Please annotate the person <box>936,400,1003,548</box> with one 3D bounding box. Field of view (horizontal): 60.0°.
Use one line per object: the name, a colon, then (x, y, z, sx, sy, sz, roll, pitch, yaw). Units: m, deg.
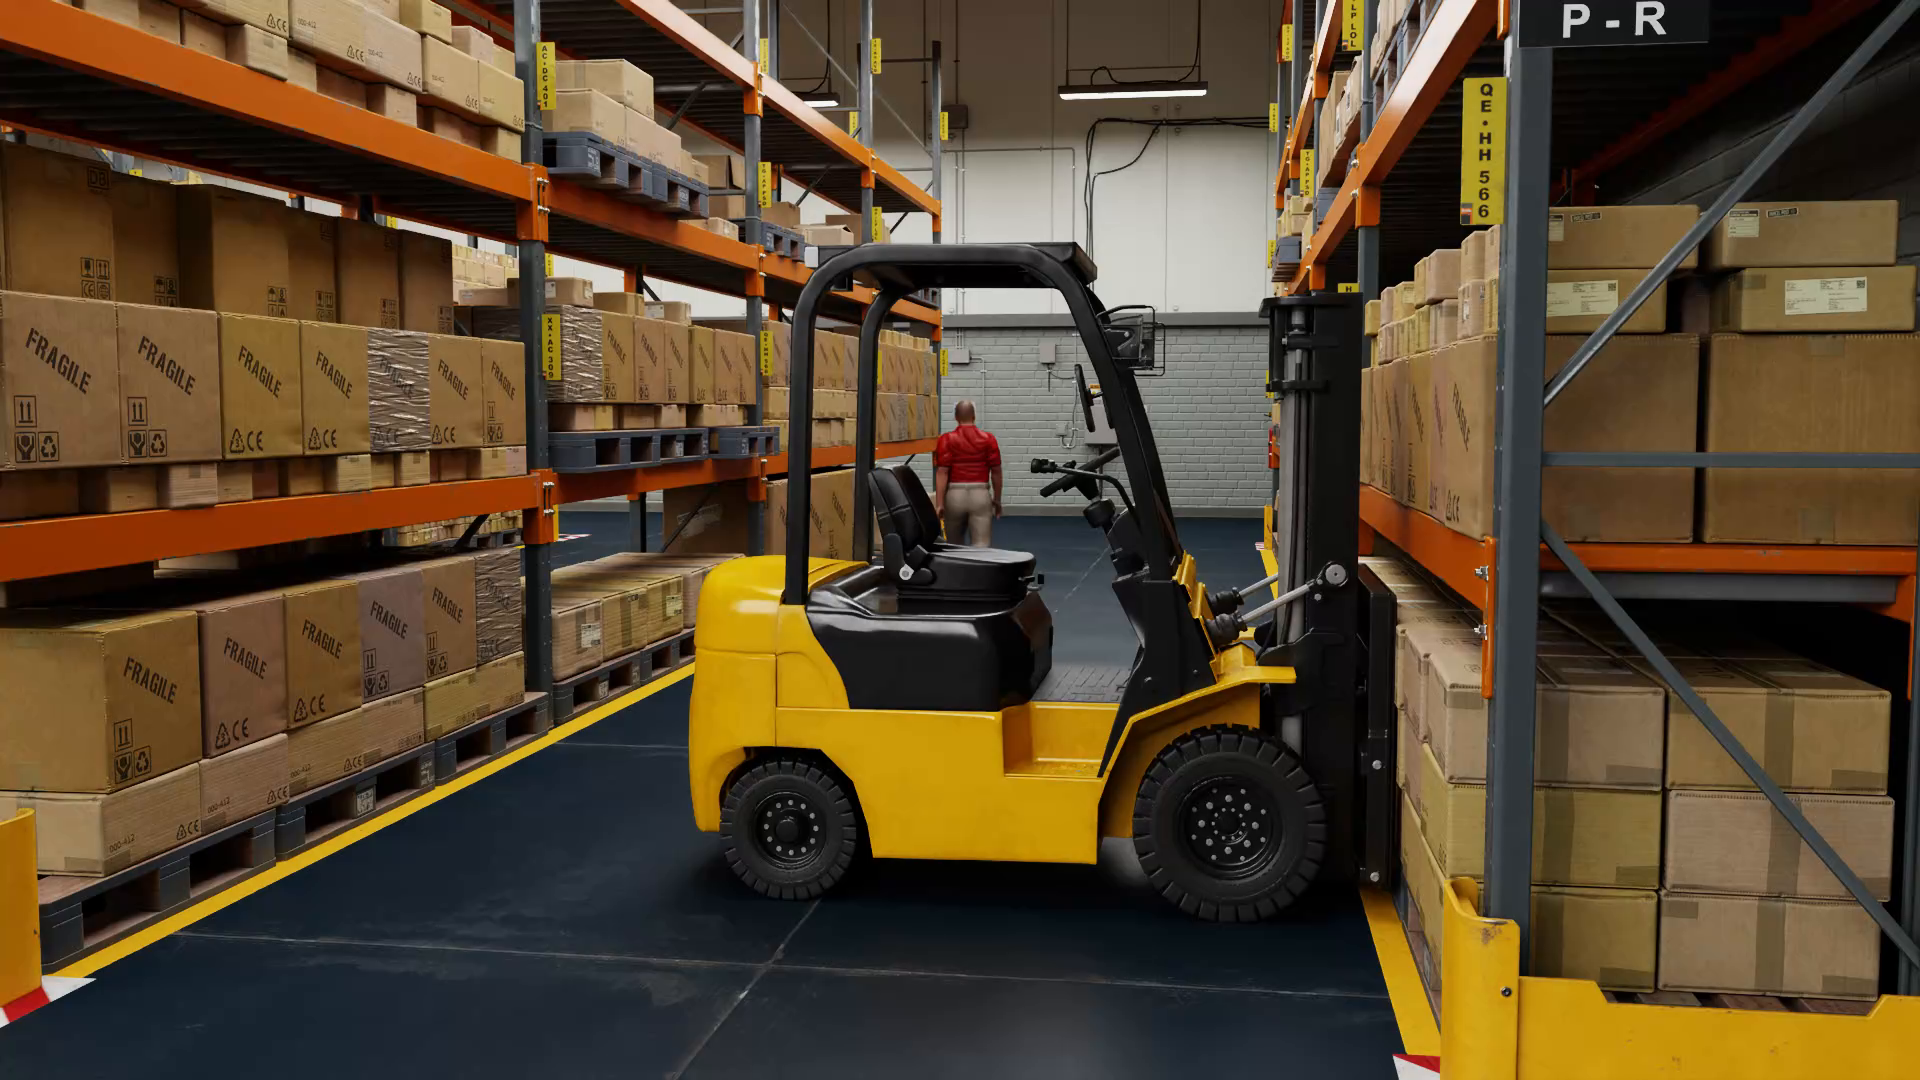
person: (0.076, -0.312, 13.732, 0.552, 1.681, 0.985, 0, 4, 0)
